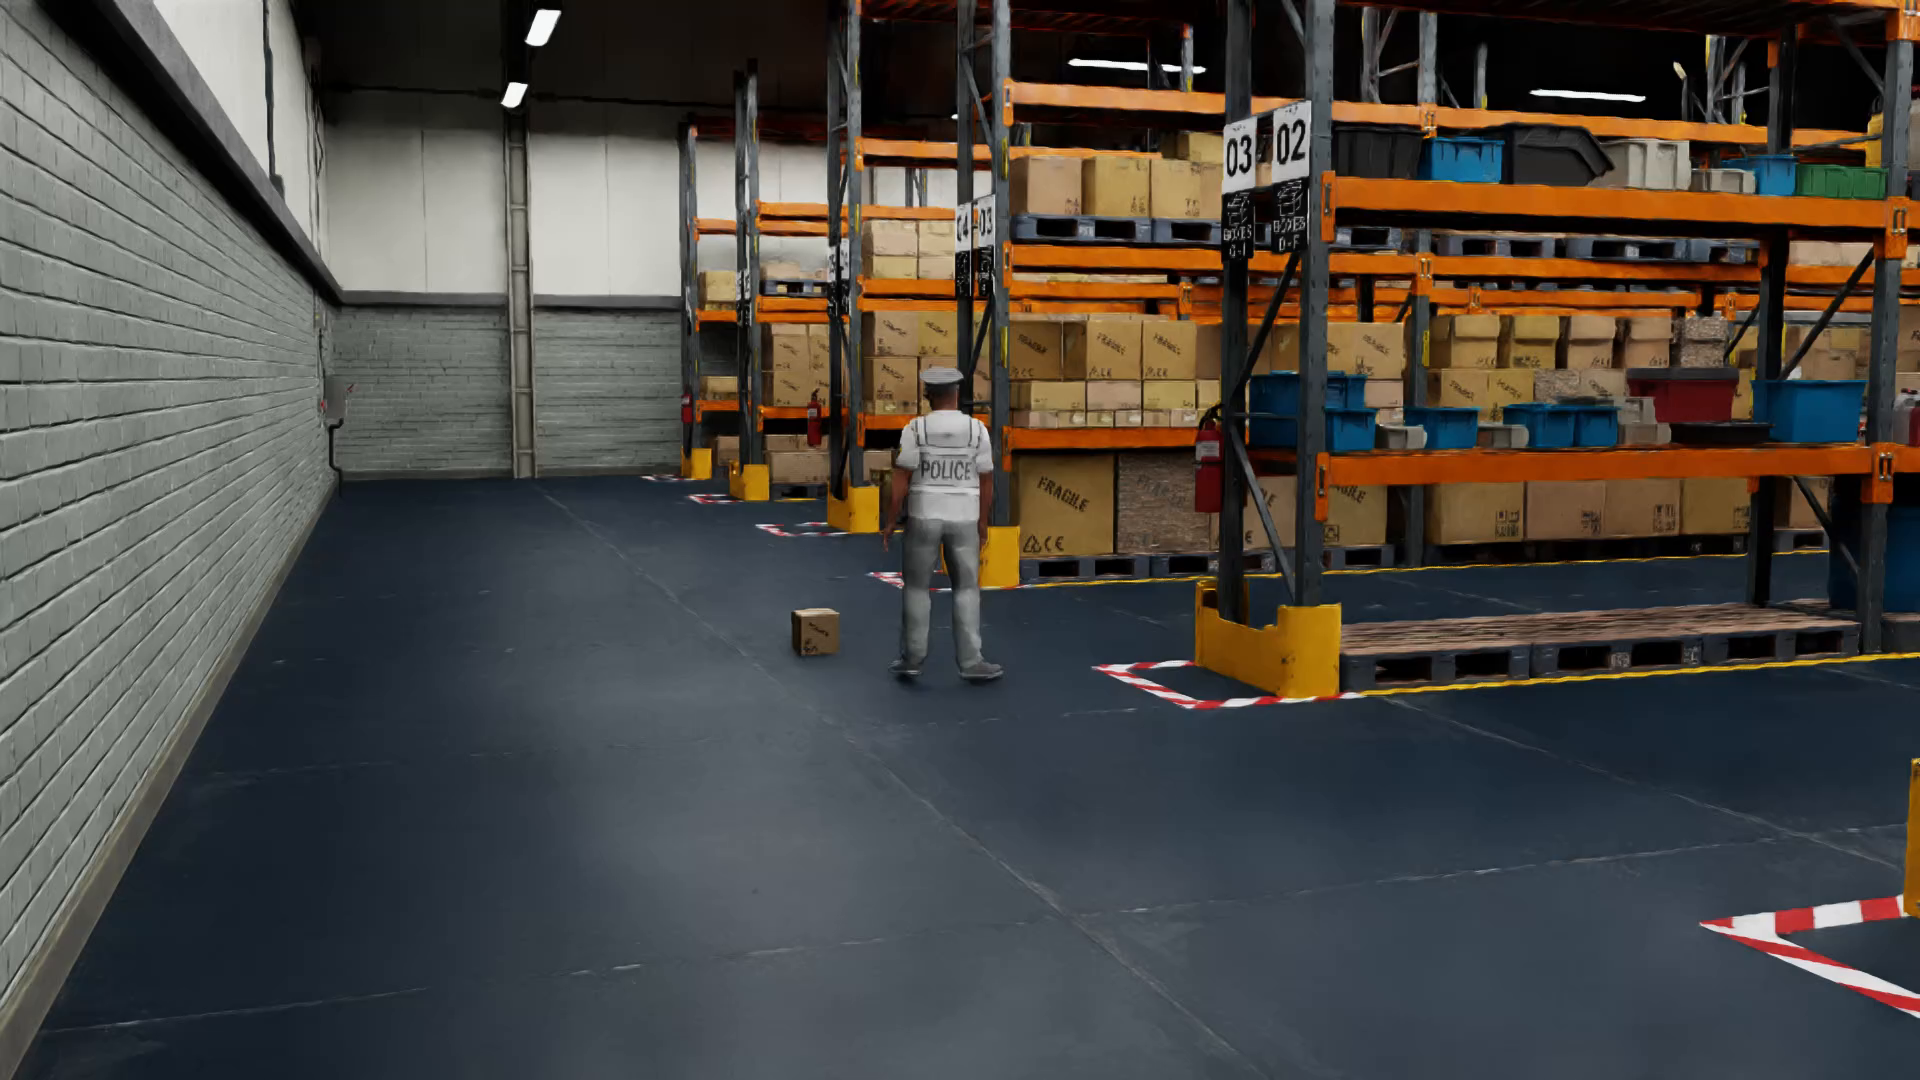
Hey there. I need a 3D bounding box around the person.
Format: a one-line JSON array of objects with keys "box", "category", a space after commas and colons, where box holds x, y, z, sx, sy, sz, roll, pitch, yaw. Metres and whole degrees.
[{"box": [-0.097, -0.096, 9.468, 0.691, 1.770, 0.398, -1, 6, -5], "category": "person"}]
